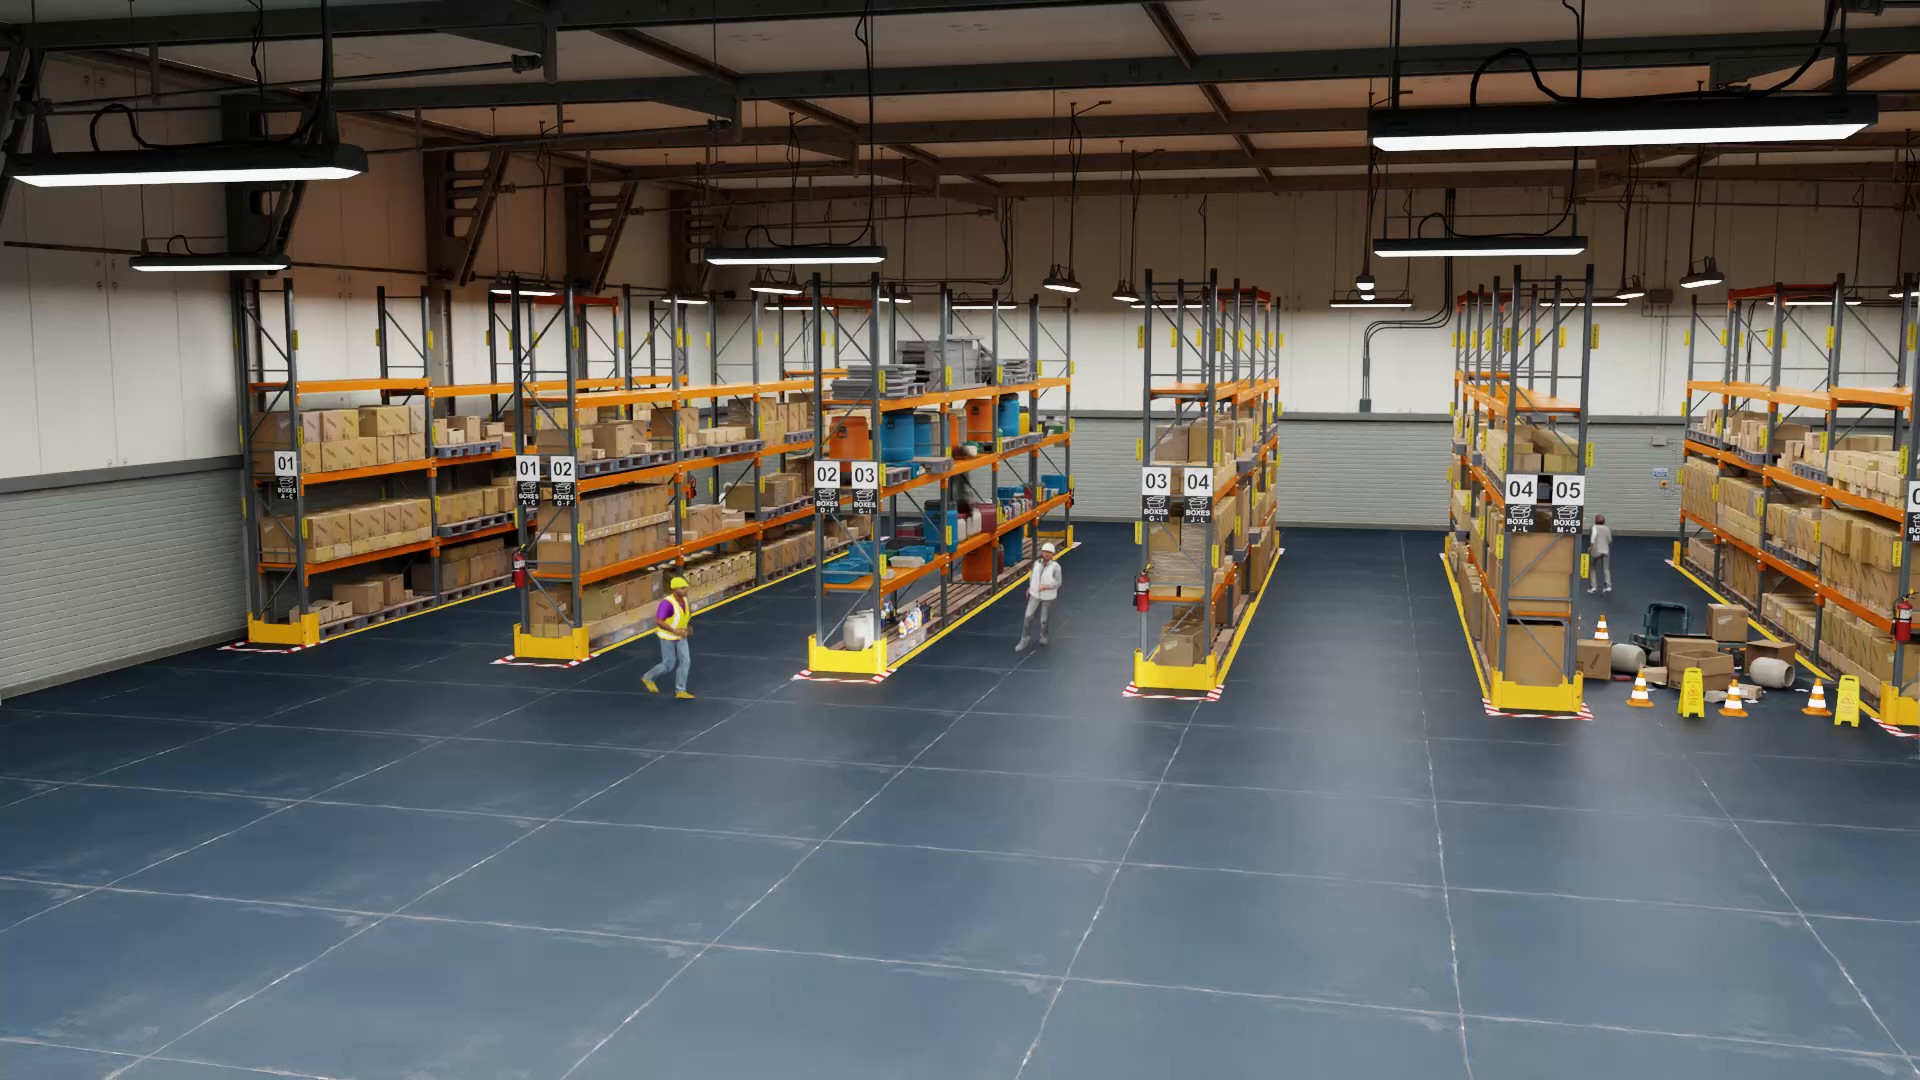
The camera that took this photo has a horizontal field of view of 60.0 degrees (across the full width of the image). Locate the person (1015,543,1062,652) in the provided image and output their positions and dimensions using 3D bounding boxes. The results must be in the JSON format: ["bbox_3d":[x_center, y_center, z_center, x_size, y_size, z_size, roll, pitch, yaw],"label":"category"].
[{"bbox_3d":[1.327,0.905,26.844,0.716,1.744,0.835,3,7,20],"label":"person"}]

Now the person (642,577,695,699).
[{"bbox_3d":[-4.097,1.365,23.315,0.849,1.722,0.694,4,8,30],"label":"person"}]

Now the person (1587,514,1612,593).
[{"bbox_3d":[12.652,0.292,32.835,0.532,1.566,0.905,0,7,2],"label":"person"}]

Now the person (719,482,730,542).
[{"bbox_3d":[-5.411,-0.553,39.387,0.729,1.656,0.915,0,7,1],"label":"person"}]
